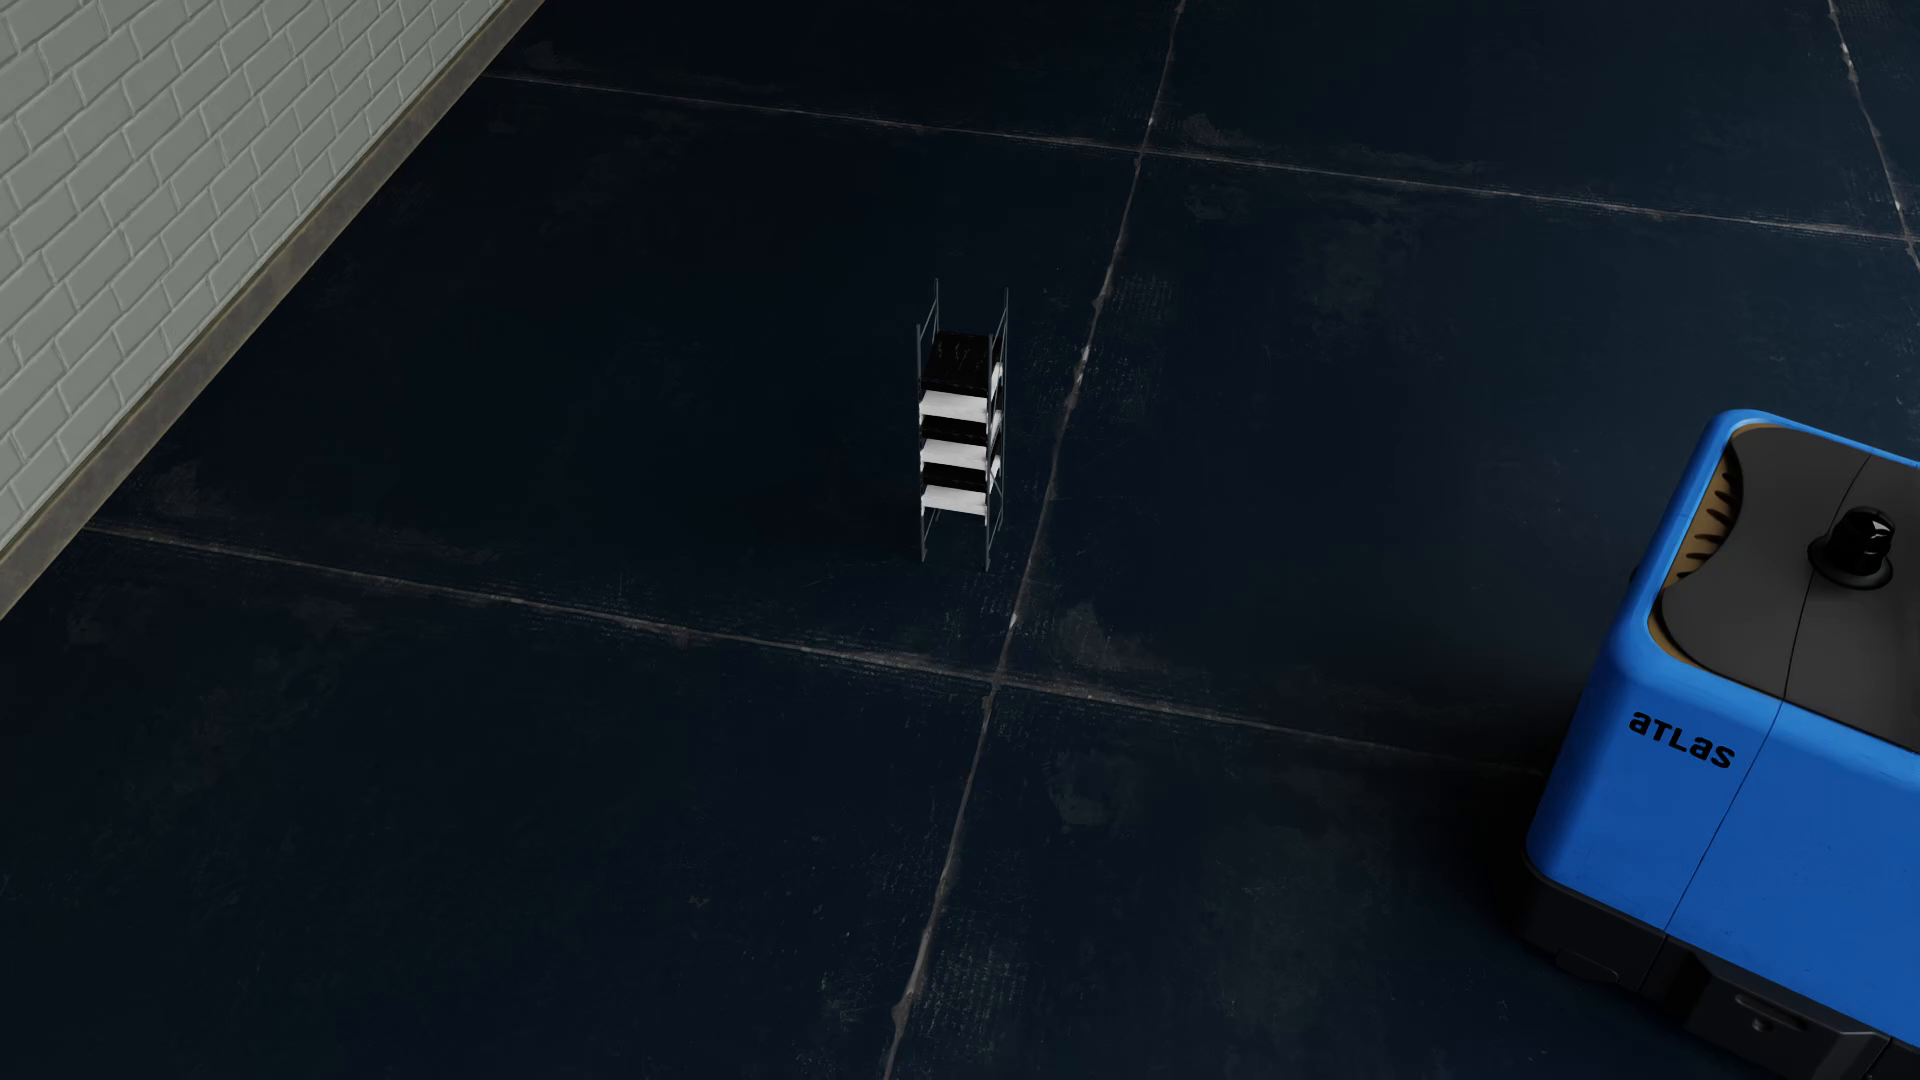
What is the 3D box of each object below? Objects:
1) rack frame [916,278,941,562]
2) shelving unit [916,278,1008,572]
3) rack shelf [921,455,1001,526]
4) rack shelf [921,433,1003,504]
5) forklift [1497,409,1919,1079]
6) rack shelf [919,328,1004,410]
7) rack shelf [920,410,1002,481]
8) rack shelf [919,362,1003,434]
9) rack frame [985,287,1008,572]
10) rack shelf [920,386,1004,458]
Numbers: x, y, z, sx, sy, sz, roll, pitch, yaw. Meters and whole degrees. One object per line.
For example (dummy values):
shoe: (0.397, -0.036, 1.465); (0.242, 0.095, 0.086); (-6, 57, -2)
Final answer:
rack frame: (-0.091, -0.338, 4.953); (0.006, 0.900, 0.240); (9, 45, 9)
shelving unit: (0.008, -0.323, 4.937); (0.210, 0.900, 0.258); (9, 45, 9)
rack shelf: (0.008, -0.169, 5.085); (0.200, 0.077, 0.258); (9, 45, 9)
rack shelf: (0.008, -0.234, 5.022); (0.200, 0.077, 0.258); (9, 45, 9)
forklift: (2.873, 0.202, 2.927); (3.031, 2.935, 1.130); (24, 49, 23)
rack shelf: (0.008, -0.493, 4.773); (0.200, 0.077, 0.258); (9, 45, 9)
rack shelf: (0.008, -0.299, 4.960); (0.200, 0.077, 0.258); (9, 45, 9)
rack shelf: (0.008, -0.429, 4.835); (0.200, 0.077, 0.258); (9, 45, 9)
rack frame: (0.107, -0.308, 4.921); (0.006, 0.900, 0.240); (9, 45, 9)
rack shelf: (0.008, -0.364, 4.897); (0.200, 0.077, 0.258); (9, 45, 9)
